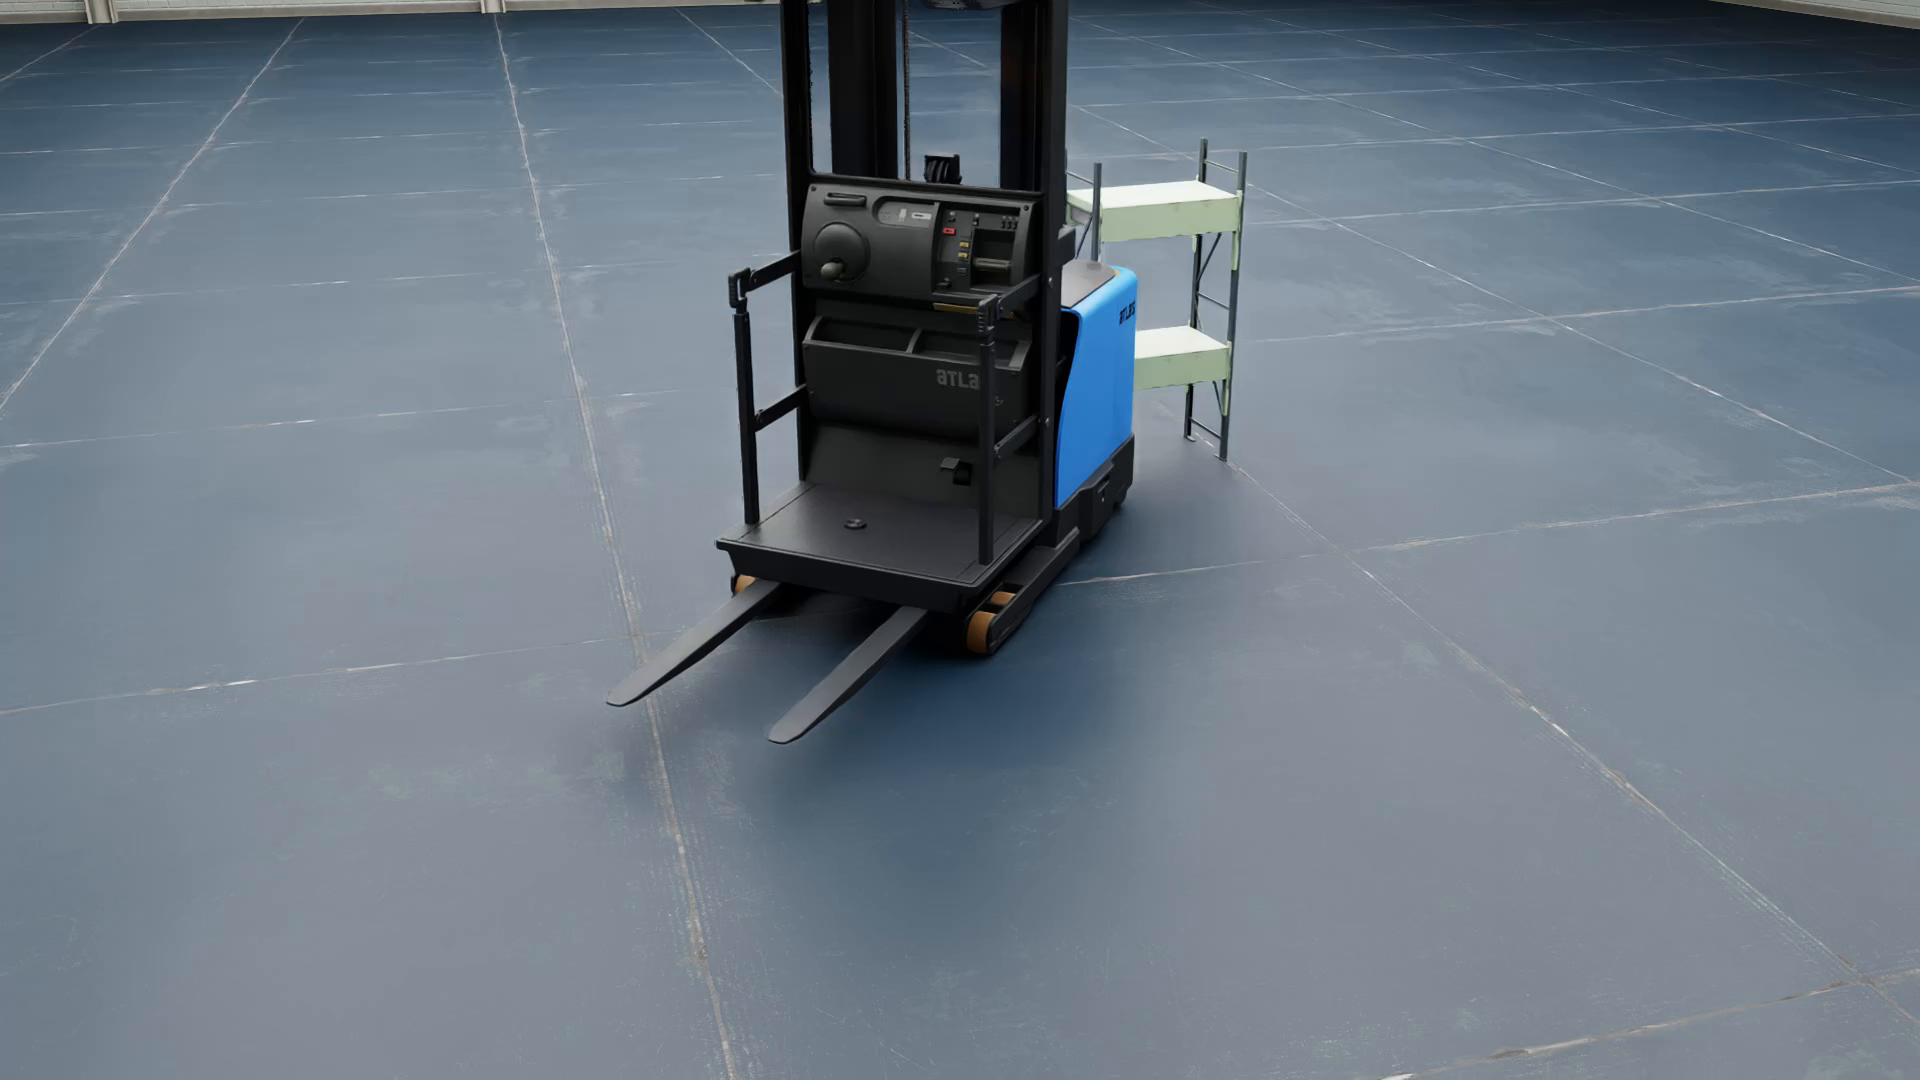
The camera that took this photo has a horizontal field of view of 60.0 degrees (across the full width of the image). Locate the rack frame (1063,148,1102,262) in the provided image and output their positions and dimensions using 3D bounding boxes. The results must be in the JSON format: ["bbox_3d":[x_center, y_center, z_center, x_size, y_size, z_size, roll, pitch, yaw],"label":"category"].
[{"bbox_3d":[0.542,-1.042,7.777,0.023,1.500,0.400,-9,25,-19],"label":"rack frame"}]

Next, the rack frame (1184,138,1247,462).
[{"bbox_3d":[1.224,-1.147,8.021,0.023,1.500,0.400,-9,25,-19],"label":"rack frame"}]

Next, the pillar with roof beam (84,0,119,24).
[{"bbox_3d":[-12.437,-10.725,20.832,0.400,9.000,9.100,-6,24,-14],"label":"pillar with roof beam"}]

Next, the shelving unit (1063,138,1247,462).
[{"bbox_3d":[0.883,-1.095,7.899,0.755,1.500,0.431,-9,25,-19],"label":"shelving unit"}]

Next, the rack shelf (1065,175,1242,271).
[{"bbox_3d":[0.883,-1.453,7.745,0.720,0.370,0.431,-9,25,-19],"label":"rack shelf"}]

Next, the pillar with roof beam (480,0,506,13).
[{"bbox_3d":[-6.660,-11.364,22.321,0.400,9.000,9.100,-6,24,-14],"label":"pillar with roof beam"}]

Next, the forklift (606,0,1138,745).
[{"bbox_3d":[-0.253,-1.105,6.109,1.130,2.935,3.031,10,25,21],"label":"forklift"}]

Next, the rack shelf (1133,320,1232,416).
[{"bbox_3d":[0.883,-0.795,8.028,0.720,0.370,0.431,-9,25,-19],"label":"rack shelf"}]
